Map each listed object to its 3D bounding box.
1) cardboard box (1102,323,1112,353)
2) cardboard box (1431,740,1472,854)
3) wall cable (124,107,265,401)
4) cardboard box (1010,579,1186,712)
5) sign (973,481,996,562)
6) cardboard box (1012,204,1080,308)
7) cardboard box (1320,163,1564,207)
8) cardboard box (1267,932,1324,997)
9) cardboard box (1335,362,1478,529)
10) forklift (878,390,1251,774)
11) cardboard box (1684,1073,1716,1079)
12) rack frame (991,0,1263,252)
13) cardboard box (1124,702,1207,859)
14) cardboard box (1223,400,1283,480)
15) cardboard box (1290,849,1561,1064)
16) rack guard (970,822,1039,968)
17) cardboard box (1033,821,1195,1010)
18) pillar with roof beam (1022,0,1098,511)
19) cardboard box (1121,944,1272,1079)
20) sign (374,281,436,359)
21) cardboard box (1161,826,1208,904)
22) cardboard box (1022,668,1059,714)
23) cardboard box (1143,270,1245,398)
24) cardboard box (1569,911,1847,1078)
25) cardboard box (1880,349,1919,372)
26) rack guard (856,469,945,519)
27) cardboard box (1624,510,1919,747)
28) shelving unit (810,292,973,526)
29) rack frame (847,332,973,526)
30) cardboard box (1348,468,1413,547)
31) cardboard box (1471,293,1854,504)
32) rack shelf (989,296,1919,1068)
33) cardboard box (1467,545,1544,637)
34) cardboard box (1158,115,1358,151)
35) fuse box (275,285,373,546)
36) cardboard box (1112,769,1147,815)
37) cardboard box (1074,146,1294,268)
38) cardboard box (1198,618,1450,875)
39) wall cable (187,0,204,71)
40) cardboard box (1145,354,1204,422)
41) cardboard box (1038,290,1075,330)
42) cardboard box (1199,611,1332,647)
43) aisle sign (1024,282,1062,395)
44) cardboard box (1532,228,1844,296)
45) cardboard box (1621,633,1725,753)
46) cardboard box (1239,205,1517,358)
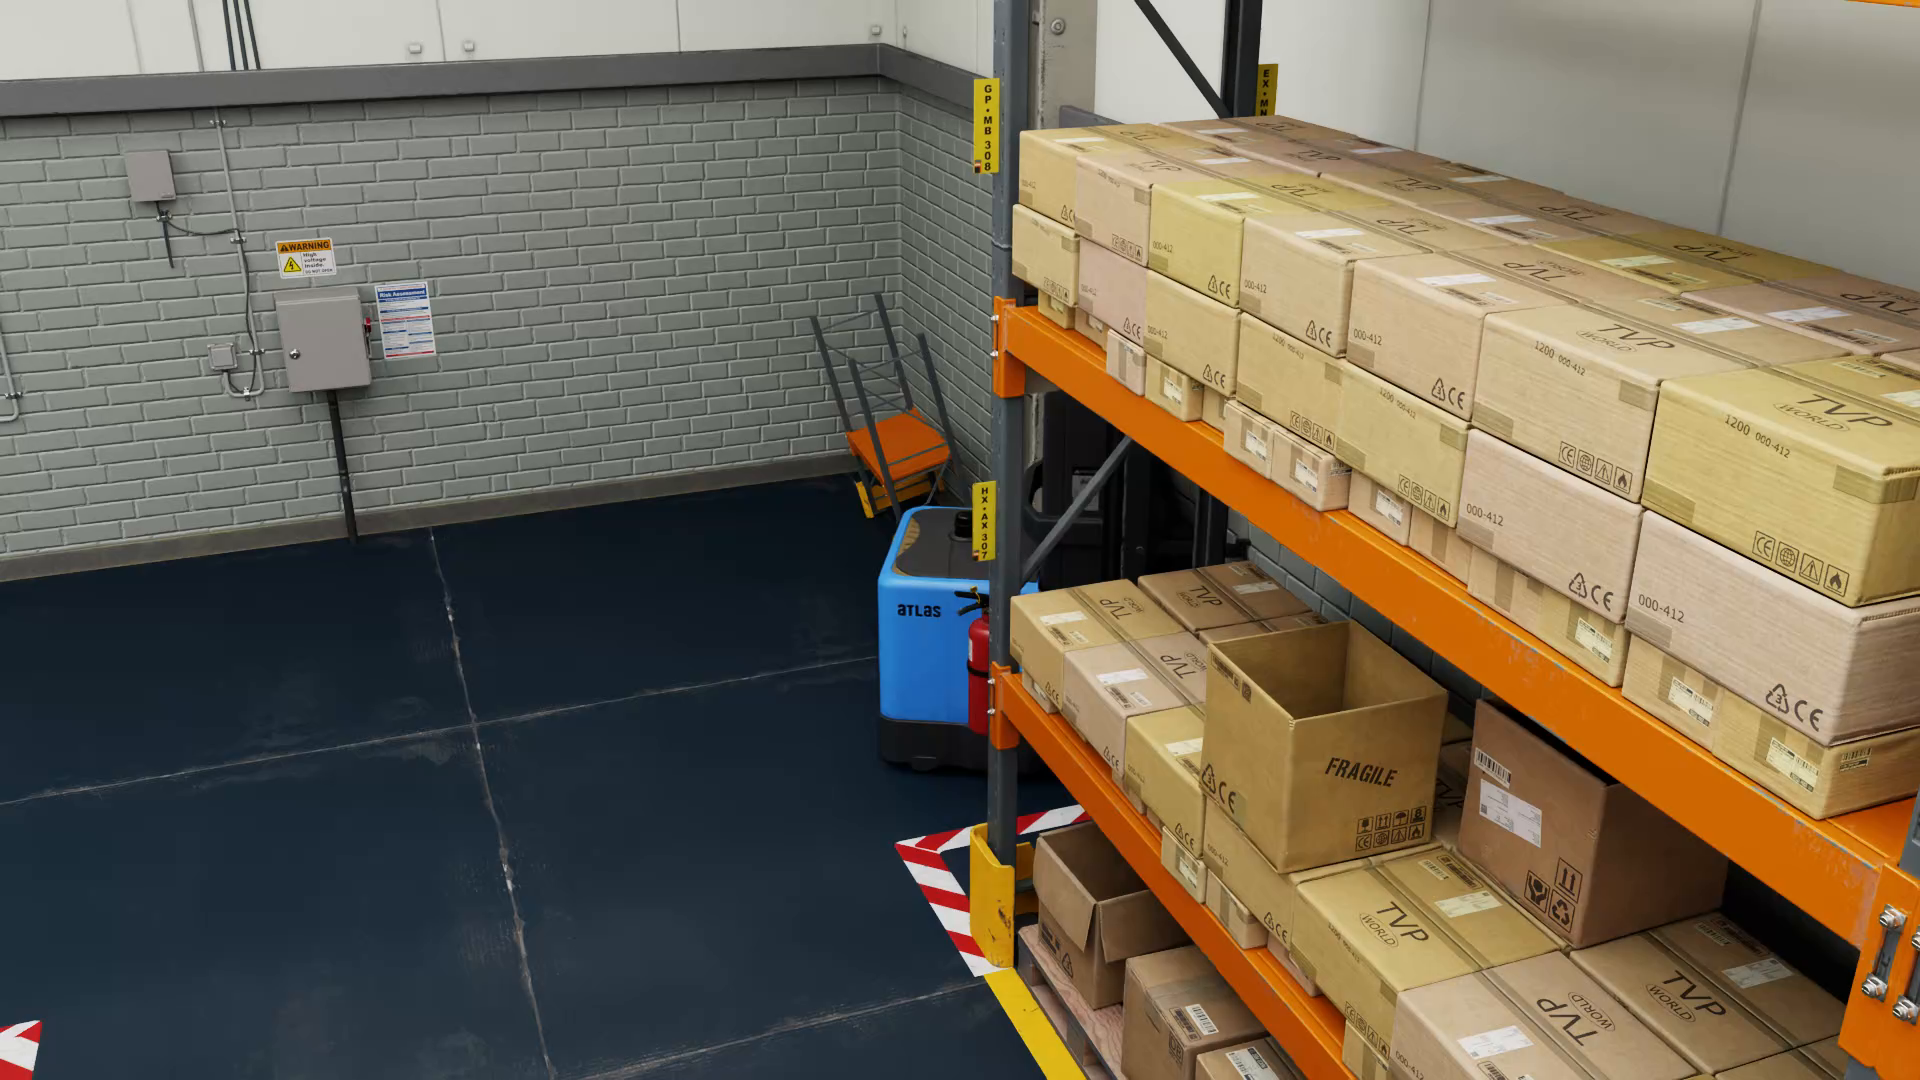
[{"bbox_3d":[0.691,-0.678,5.459,0.380,0.149,0.250,-8,24,-19],"label":"cardboard box"},{"bbox_3d":[1.551,0.874,5.124,0.500,0.250,0.500,-8,24,-19],"label":"cardboard box"},{"bbox_3d":[-4.729,-1.777,10.296,0.588,1.984,0.122,-8,24,-19],"label":"wall cable"},{"bbox_3d":[0.512,0.387,6.280,0.500,0.250,0.500,-8,24,-19],"label":"cardboard box"},{"bbox_3d":[0.097,-0.071,6.442,0.100,0.325,0.005,-8,24,-19],"label":"sign"},{"bbox_3d":[0.505,-0.998,5.704,0.500,0.250,0.500,-9,24,-20],"label":"cardboard box"},{"bbox_3d":[1.397,-0.929,4.897,0.500,0.250,0.500,-8,24,-18],"label":"cardboard box"},{"bbox_3d":[1.140,1.178,4.916,0.380,0.149,0.250,-8,24,-19],"label":"cardboard box"},{"bbox_3d":[1.249,-0.260,3.952,0.500,0.250,0.500,-8,24,-18],"label":"cardboard box"},{"bbox_3d":[1.138,-0.301,8.191,3.031,2.935,1.130,3,23,6],"label":"forklift"},{"bbox_3d":[1.609,1.487,3.670,0.500,0.250,0.500,-8,24,-18],"label":"cardboard box"},{"bbox_3d":[0.604,-2.511,5.622,1.000,3.000,0.127,-8,24,-19],"label":"rack frame"},{"bbox_3d":[0.873,0.754,5.409,0.500,0.250,0.500,-9,24,-20],"label":"cardboard box"},{"bbox_3d":[0.950,-0.295,4.550,0.380,0.149,0.250,-8,24,-19],"label":"cardboard box"},{"bbox_3d":[1.255,1.124,4.531,0.500,0.250,0.500,-9,24,-19],"label":"cardboard box"},{"bbox_3d":[0.631,1.433,7.207,1.175,0.500,0.348,-8,24,-19],"label":"rack guard"},{"bbox_3d":[0.732,1.445,6.632,0.797,0.503,0.637,-9,25,-21],"label":"cardboard box"},{"bbox_3d":[-3.533,-3.024,6.838,9.100,9.000,0.400,-8,24,-19],"label":"pillar with roof beam"},{"bbox_3d":[0.997,1.763,5.883,0.700,0.500,0.500,-7,24,-17],"label":"cardboard box"},{"bbox_3d":[-3.646,-1.444,10.937,0.329,0.494,0.001,-8,24,-19],"label":"sign"},{"bbox_3d":[0.872,1.001,5.336,0.380,0.149,0.250,-9,24,-20],"label":"cardboard box"},{"bbox_3d":[0.464,0.526,6.463,0.380,0.149,0.250,-9,24,-19],"label":"cardboard box"},{"bbox_3d":[0.873,-0.629,4.828,0.500,0.250,0.500,-9,25,-21],"label":"cardboard box"},{"bbox_3d":[1.911,1.240,4.255,0.500,0.250,0.500,-9,24,-19],"label":"cardboard box"},{"bbox_3d":[2.108,-0.193,3.150,0.500,0.250,0.500,-9,24,-20],"label":"cardboard box"},{"bbox_3d":[-0.414,-0.372,11.624,0.587,0.250,0.087,-21,27,-10],"label":"rack guard"},{"bbox_3d":[1.612,0.115,3.062,0.500,0.250,0.500,-8,24,-19],"label":"cardboard box"},{"bbox_3d":[-0.421,-0.726,10.907,0.587,1.500,1.083,-21,27,-10],"label":"shelving unit"},{"bbox_3d":[-0.265,-0.535,10.452,0.500,1.500,0.032,-21,27,-10],"label":"rack frame"},{"bbox_3d":[1.199,-0.120,4.134,0.380,0.149,0.250,-8,24,-18],"label":"cardboard box"},{"bbox_3d":[1.426,-0.307,3.422,0.500,0.250,0.500,-9,24,-20],"label":"cardboard box"},{"bbox_3d":[1.311,-0.071,4.620,1.077,0.370,4.000,-8,24,-19],"label":"rack shelf"},{"bbox_3d":[1.361,0.072,3.678,0.380,0.149,0.250,-8,24,-19],"label":"cardboard box"},{"bbox_3d":[1.022,-1.304,5.786,0.500,0.250,0.500,-9,24,-20],"label":"cardboard box"},{"bbox_3d":[-4.035,-0.751,10.830,0.539,1.711,0.414,-8,24,-19],"label":"fuse box"},{"bbox_3d":[0.754,0.803,5.806,0.380,0.149,0.250,-8,24,-17],"label":"cardboard box"},{"bbox_3d":[0.688,-1.044,5.170,0.500,0.250,0.500,-9,24,-19],"label":"cardboard box"},{"bbox_3d":[1.043,0.587,4.841,0.500,0.500,0.500,-8,24,-18],"label":"cardboard box"},{"bbox_3d":[-5.607,-3.959,9.057,2.355,3.000,0.029,-8,24,-19],"label":"wall cable"},{"bbox_3d":[0.782,-0.479,4.987,0.380,0.149,0.250,-8,24,-19],"label":"cardboard box"},{"bbox_3d":[0.499,-0.865,5.903,0.380,0.149,0.250,-8,24,-18],"label":"cardboard box"},{"bbox_3d":[1.196,0.504,6.003,0.500,0.250,0.500,-8,24,-19],"label":"cardboard box"},{"bbox_3d":[0.305,-0.929,6.245,0.394,0.787,0.004,-8,24,-19],"label":"aisle sign"},{"bbox_3d":[1.731,-0.563,4.029,0.500,0.250,0.500,-9,24,-20],"label":"cardboard box"},{"bbox_3d":[1.530,0.261,3.231,0.380,0.149,0.250,-8,24,-19],"label":"cardboard box"},{"bbox_3d":[1.068,-0.680,4.305,0.500,0.250,0.500,-8,24,-18],"label":"cardboard box"}]
